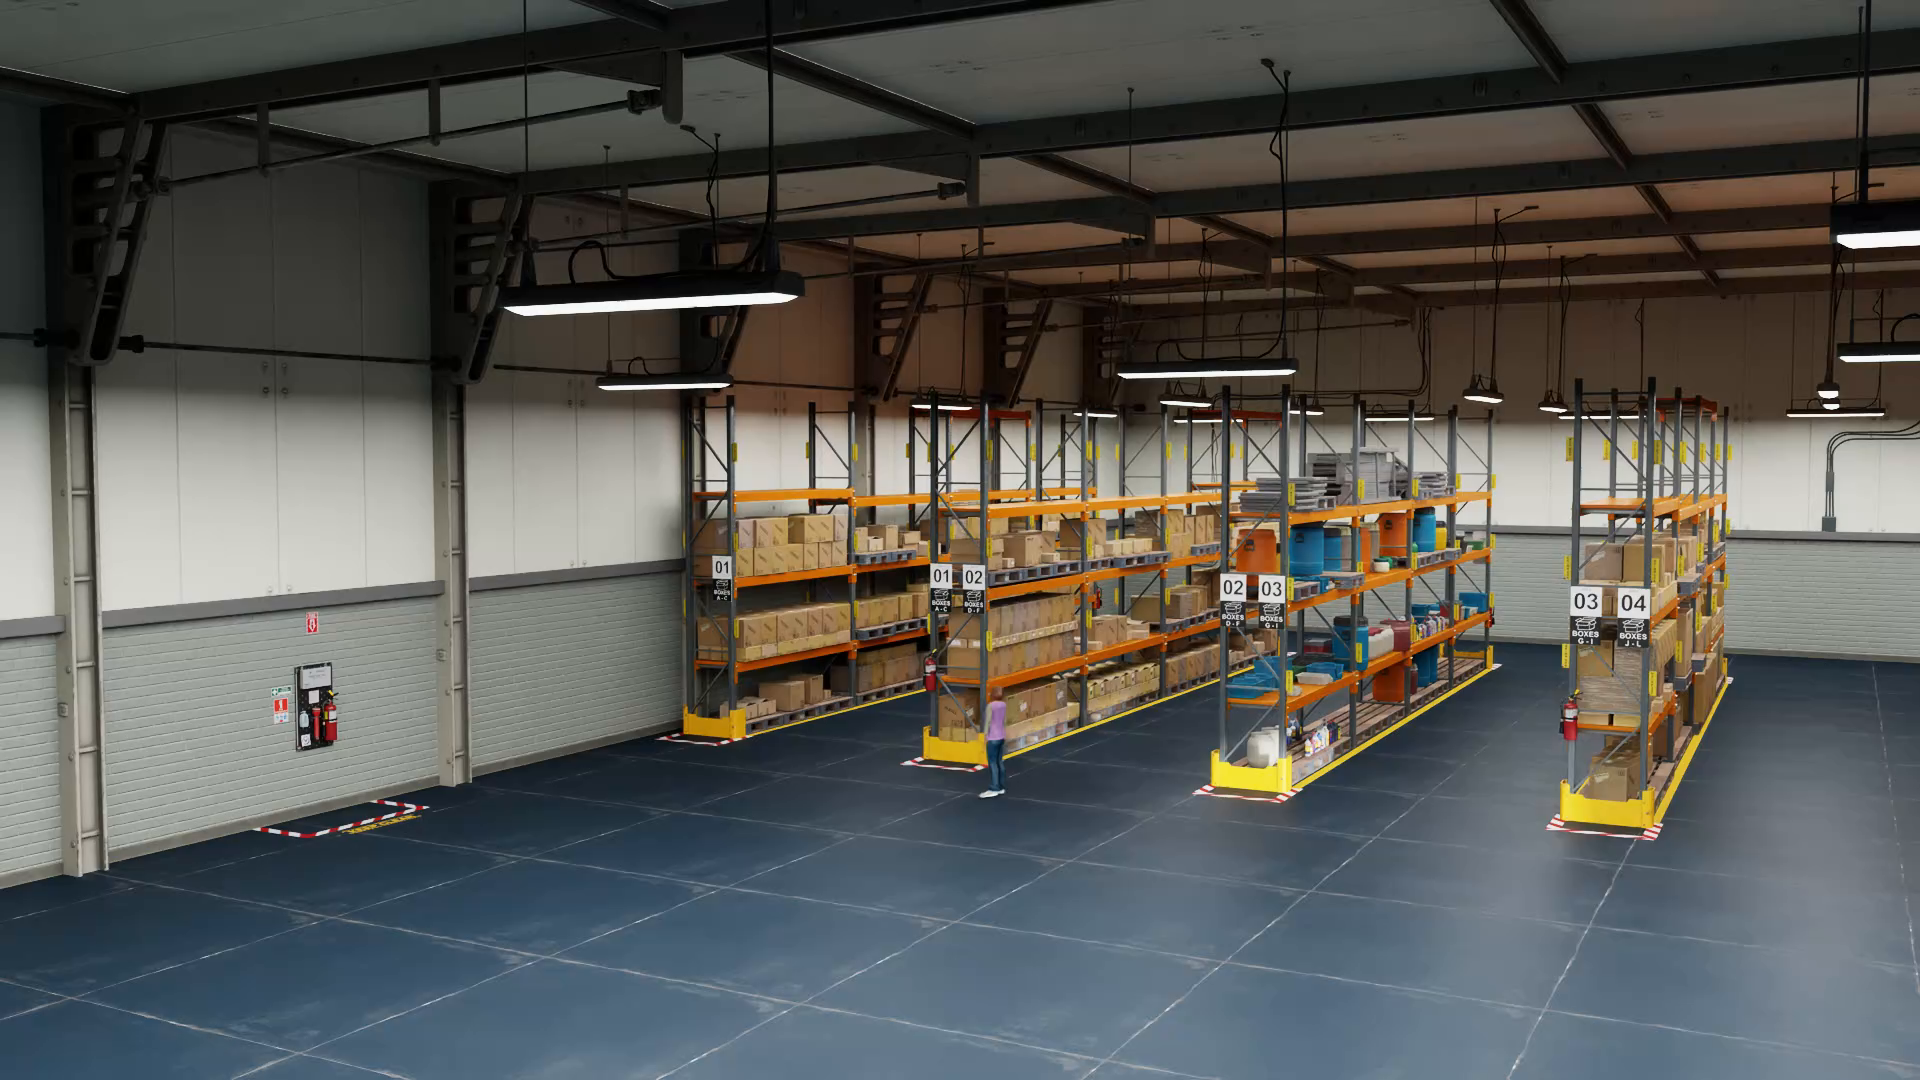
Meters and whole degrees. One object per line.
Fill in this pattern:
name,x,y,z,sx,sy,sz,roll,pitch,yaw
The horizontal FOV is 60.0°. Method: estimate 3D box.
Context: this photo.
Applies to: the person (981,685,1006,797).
person,0.488,2.923,24.217,0.324,1.616,0.412,1,3,22
